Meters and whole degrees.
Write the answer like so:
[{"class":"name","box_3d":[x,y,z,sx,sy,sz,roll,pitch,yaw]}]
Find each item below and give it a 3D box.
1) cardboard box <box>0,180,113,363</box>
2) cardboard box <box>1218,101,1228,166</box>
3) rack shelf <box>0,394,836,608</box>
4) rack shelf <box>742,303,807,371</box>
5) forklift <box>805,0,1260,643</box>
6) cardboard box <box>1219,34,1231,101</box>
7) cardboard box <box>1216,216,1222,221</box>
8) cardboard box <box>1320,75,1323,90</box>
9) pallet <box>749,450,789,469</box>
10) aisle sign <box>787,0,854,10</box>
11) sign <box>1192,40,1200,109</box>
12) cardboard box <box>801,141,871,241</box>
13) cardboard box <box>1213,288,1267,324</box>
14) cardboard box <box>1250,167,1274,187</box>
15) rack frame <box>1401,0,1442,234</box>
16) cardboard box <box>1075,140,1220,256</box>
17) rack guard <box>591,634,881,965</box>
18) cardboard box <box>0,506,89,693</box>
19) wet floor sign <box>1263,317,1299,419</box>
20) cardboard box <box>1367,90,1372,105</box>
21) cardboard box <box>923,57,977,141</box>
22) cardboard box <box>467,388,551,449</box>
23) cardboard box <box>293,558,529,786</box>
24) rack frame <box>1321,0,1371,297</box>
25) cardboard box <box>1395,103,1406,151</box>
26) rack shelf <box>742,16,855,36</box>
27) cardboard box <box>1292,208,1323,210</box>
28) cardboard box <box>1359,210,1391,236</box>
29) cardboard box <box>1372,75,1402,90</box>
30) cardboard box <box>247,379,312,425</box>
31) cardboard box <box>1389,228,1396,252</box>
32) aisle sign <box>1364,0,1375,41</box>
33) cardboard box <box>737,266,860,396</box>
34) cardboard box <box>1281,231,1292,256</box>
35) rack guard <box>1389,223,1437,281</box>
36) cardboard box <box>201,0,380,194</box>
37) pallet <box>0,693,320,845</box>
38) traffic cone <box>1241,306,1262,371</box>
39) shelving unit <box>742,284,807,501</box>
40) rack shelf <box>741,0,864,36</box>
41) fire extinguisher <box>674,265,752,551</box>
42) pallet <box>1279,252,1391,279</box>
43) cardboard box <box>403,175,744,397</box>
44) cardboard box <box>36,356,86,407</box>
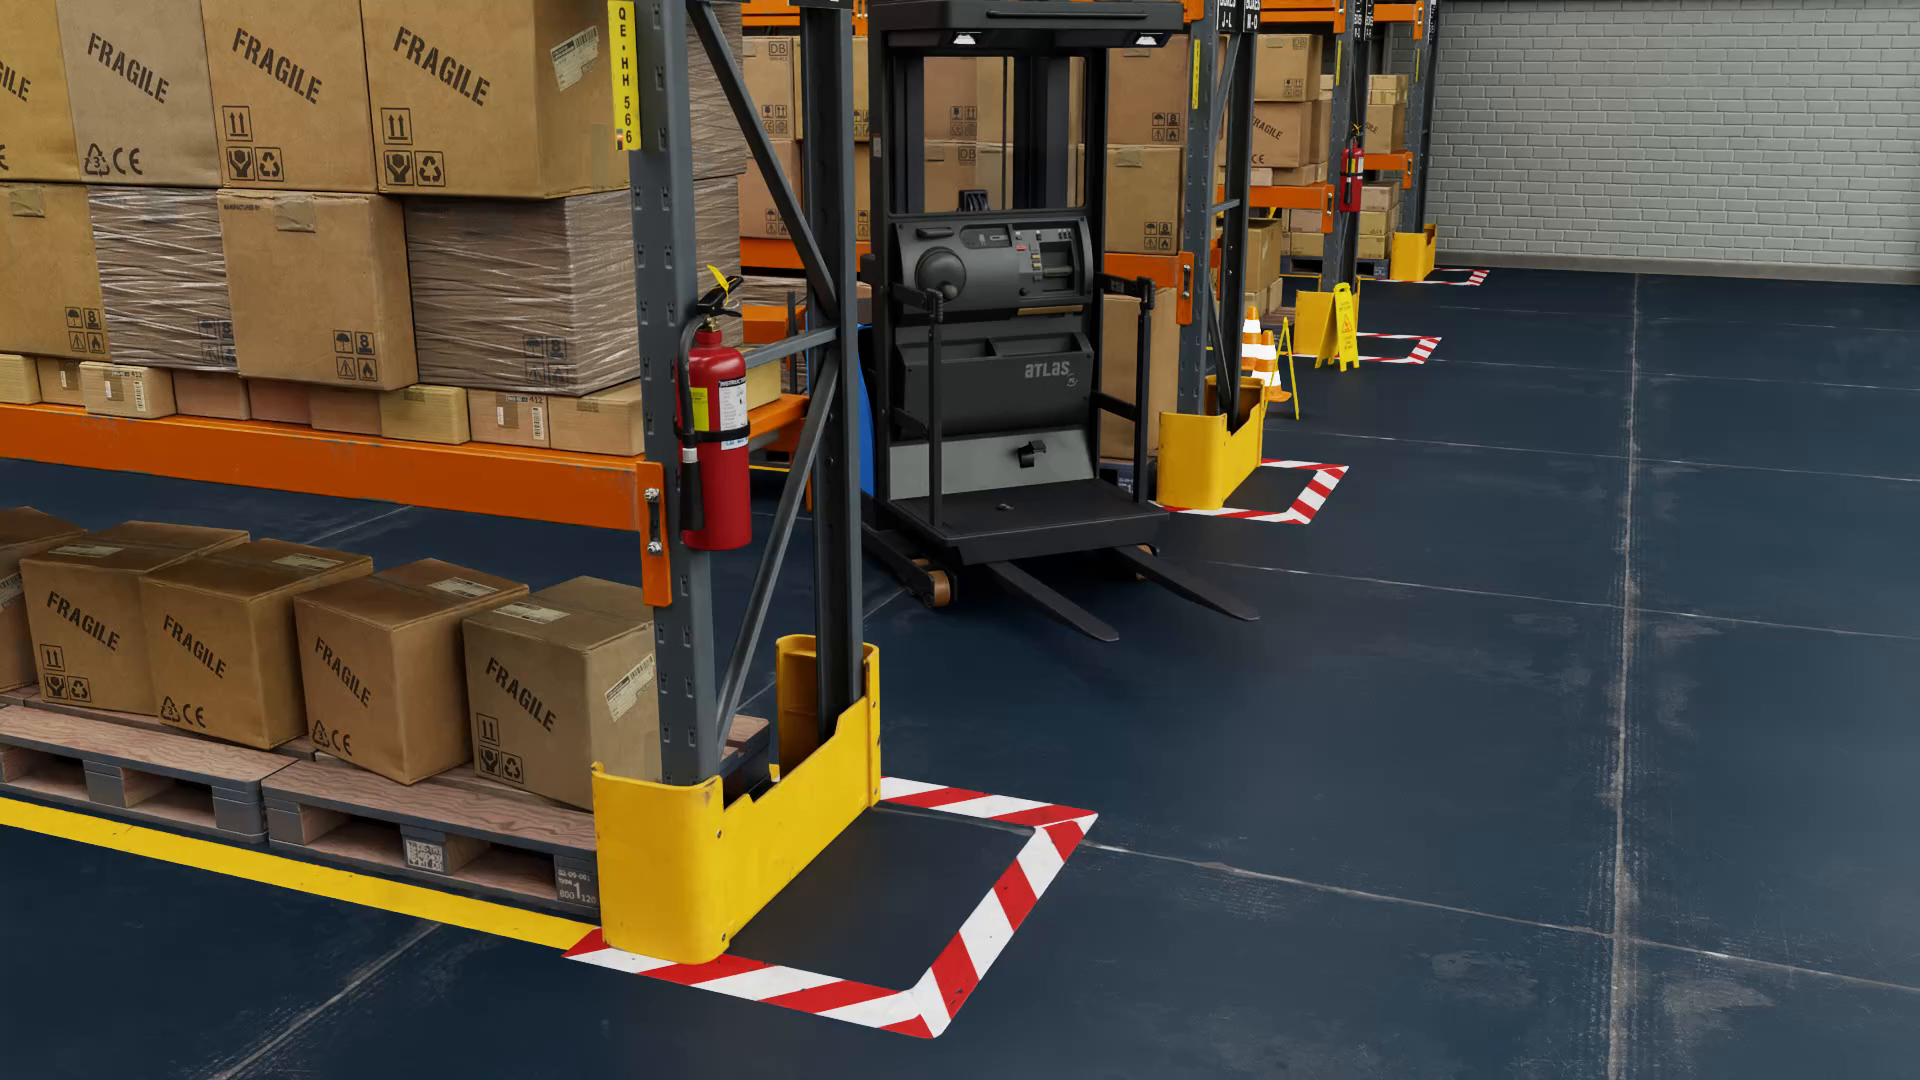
[{"class":"cardboard box","box_3d":[-2.459,-0.877,5.100,0.500,0.500,0.875,6,17,21]},{"class":"cardboard box","box_3d":[2.028,-3.283,13.390,0.500,0.500,0.500,6,17,21]},{"class":"rack shelf","box_3d":[-2.399,-0.345,5.272,4.000,0.370,1.077,6,17,21]},{"class":"rack shelf","box_3d":[-1.343,-1.100,8.896,1.000,0.278,0.538,2,16,7]},{"class":"forklift","box_3d":[0.245,-1.247,7.213,1.130,2.935,3.031,-7,18,-22]},{"class":"cardboard box","box_3d":[2.075,-3.776,13.295,0.500,0.500,0.700,6,17,21]},{"class":"cardboard box","box_3d":[1.939,-2.506,14.260,0.500,0.500,0.500,6,17,19]},{"class":"cardboard box","box_3d":[3.807,-4.910,17.829,0.250,0.149,0.380,6,17,21]},{"class":"pallet","box_3d":[-0.528,-0.609,9.894,1.213,0.211,1.003,6,17,21]},{"class":"aisle sign","box_3d":[-0.370,-1.806,4.350,0.004,0.787,0.394,6,17,21]},{"class":"sign","box_3d":[1.164,-2.292,8.188,0.005,0.325,0.100,6,17,21]},{"class":"cardboard box","box_3d":[-0.489,-2.044,9.565,0.500,0.550,0.875,6,17,21]},{"class":"cardboard box","box_3d":[2.225,-1.953,13.698,0.500,0.250,0.500,6,17,20]},{"class":"cardboard box","box_3d":[2.395,-2.915,13.286,0.250,0.149,0.380,6,17,20]},{"class":"rack frame","box_3d":[4.916,-4.344,17.756,0.127,3.000,1.000,6,17,21]},{"class":"cardboard box","box_3d":[1.014,-1.860,8.931,0.550,0.550,0.875,6,17,21]},{"class":"rack guard","box_3d":[-0.609,0.707,4.842,0.348,0.500,1.175,6,17,21]},{"class":"cardboard box","box_3d":[-3.366,0.212,5.794,0.500,0.500,0.500,13,21,38]},{"class":"wet floor sign","box_3d":[2.129,-1.142,10.949,0.232,0.644,0.267,3,17,11]},{"class":"cardboard box","box_3d":[4.242,-4.684,17.587,0.250,0.149,0.380,7,17,22]},{"class":"cardboard box","box_3d":[0.028,-2.525,9.286,0.550,0.550,0.875,6,17,21]},{"class":"cardboard box","box_3d":[-1.111,-0.366,4.506,0.250,0.149,0.380,6,17,21]},{"class":"cardboard box","box_3d":[-1.682,0.393,5.172,0.500,0.500,0.500,12,20,35]},{"class":"rack frame","box_3d":[3.098,-3.056,13.320,0.127,3.000,1.000,6,17,21]},{"class":"cardboard box","box_3d":[4.557,-4.514,18.164,0.500,0.500,0.500,7,18,22]},{"class":"rack shelf","box_3d":[-0.666,-6.052,19.552,4.000,0.370,1.077,6,17,21]},{"class":"cardboard box","box_3d":[3.896,-3.722,17.999,0.500,0.250,0.500,7,17,22]},{"class":"cardboard box","box_3d":[4.348,-3.434,17.903,0.500,0.250,0.500,6,17,20]},{"class":"cardboard box","box_3d":[4.505,-4.828,17.548,0.250,0.149,0.380,6,17,21]},{"class":"cardboard box","box_3d":[-1.807,-0.445,4.775,0.250,0.149,0.380,6,17,21]},{"class":"cardboard box","box_3d":[4.531,-3.326,18.428,0.500,0.250,0.500,6,17,21]},{"class":"aisle sign","box_3d":[3.269,-4.378,13.213,0.004,0.787,0.394,6,17,21]},{"class":"cardboard box","box_3d":[-0.946,-1.179,9.911,0.875,0.875,0.875,6,17,21]},{"class":"cardboard box","box_3d":[3.442,-3.298,18.332,0.500,0.250,0.500,6,17,21]},{"class":"rack guard","box_3d":[4.938,-3.141,18.096,0.348,0.500,1.175,6,17,21]},{"class":"cardboard box","box_3d":[-1.608,-1.199,4.416,0.500,0.500,0.500,6,17,21]},{"class":"pallet","box_3d":[-2.483,0.628,5.631,1.213,0.211,1.003,6,17,21]},{"class":"traffic cone","box_3d":[2.225,-1.547,12.673,0.334,0.463,0.336,6,17,21]},{"class":"shelving unit","box_3d":[-1.343,-0.819,8.977,1.048,1.125,0.538,2,16,7]},{"class":"rack shelf","box_3d":[-2.483,-4.765,15.116,4.000,0.370,1.077,6,17,21]},{"class":"fire extinguisher","box_3d":[-0.601,-0.317,4.025,0.183,0.674,0.296,6,17,21]},{"class":"pallet","box_3d":[4.189,-3.072,18.376,1.213,0.211,1.003,6,17,21]},{"class":"cardboard box","box_3d":[-1.040,-0.740,4.630,0.500,0.500,0.875,6,17,21]},{"class":"cardboard box","box_3d":[-2.520,-0.511,5.003,0.250,0.149,0.380,6,17,21]}]
